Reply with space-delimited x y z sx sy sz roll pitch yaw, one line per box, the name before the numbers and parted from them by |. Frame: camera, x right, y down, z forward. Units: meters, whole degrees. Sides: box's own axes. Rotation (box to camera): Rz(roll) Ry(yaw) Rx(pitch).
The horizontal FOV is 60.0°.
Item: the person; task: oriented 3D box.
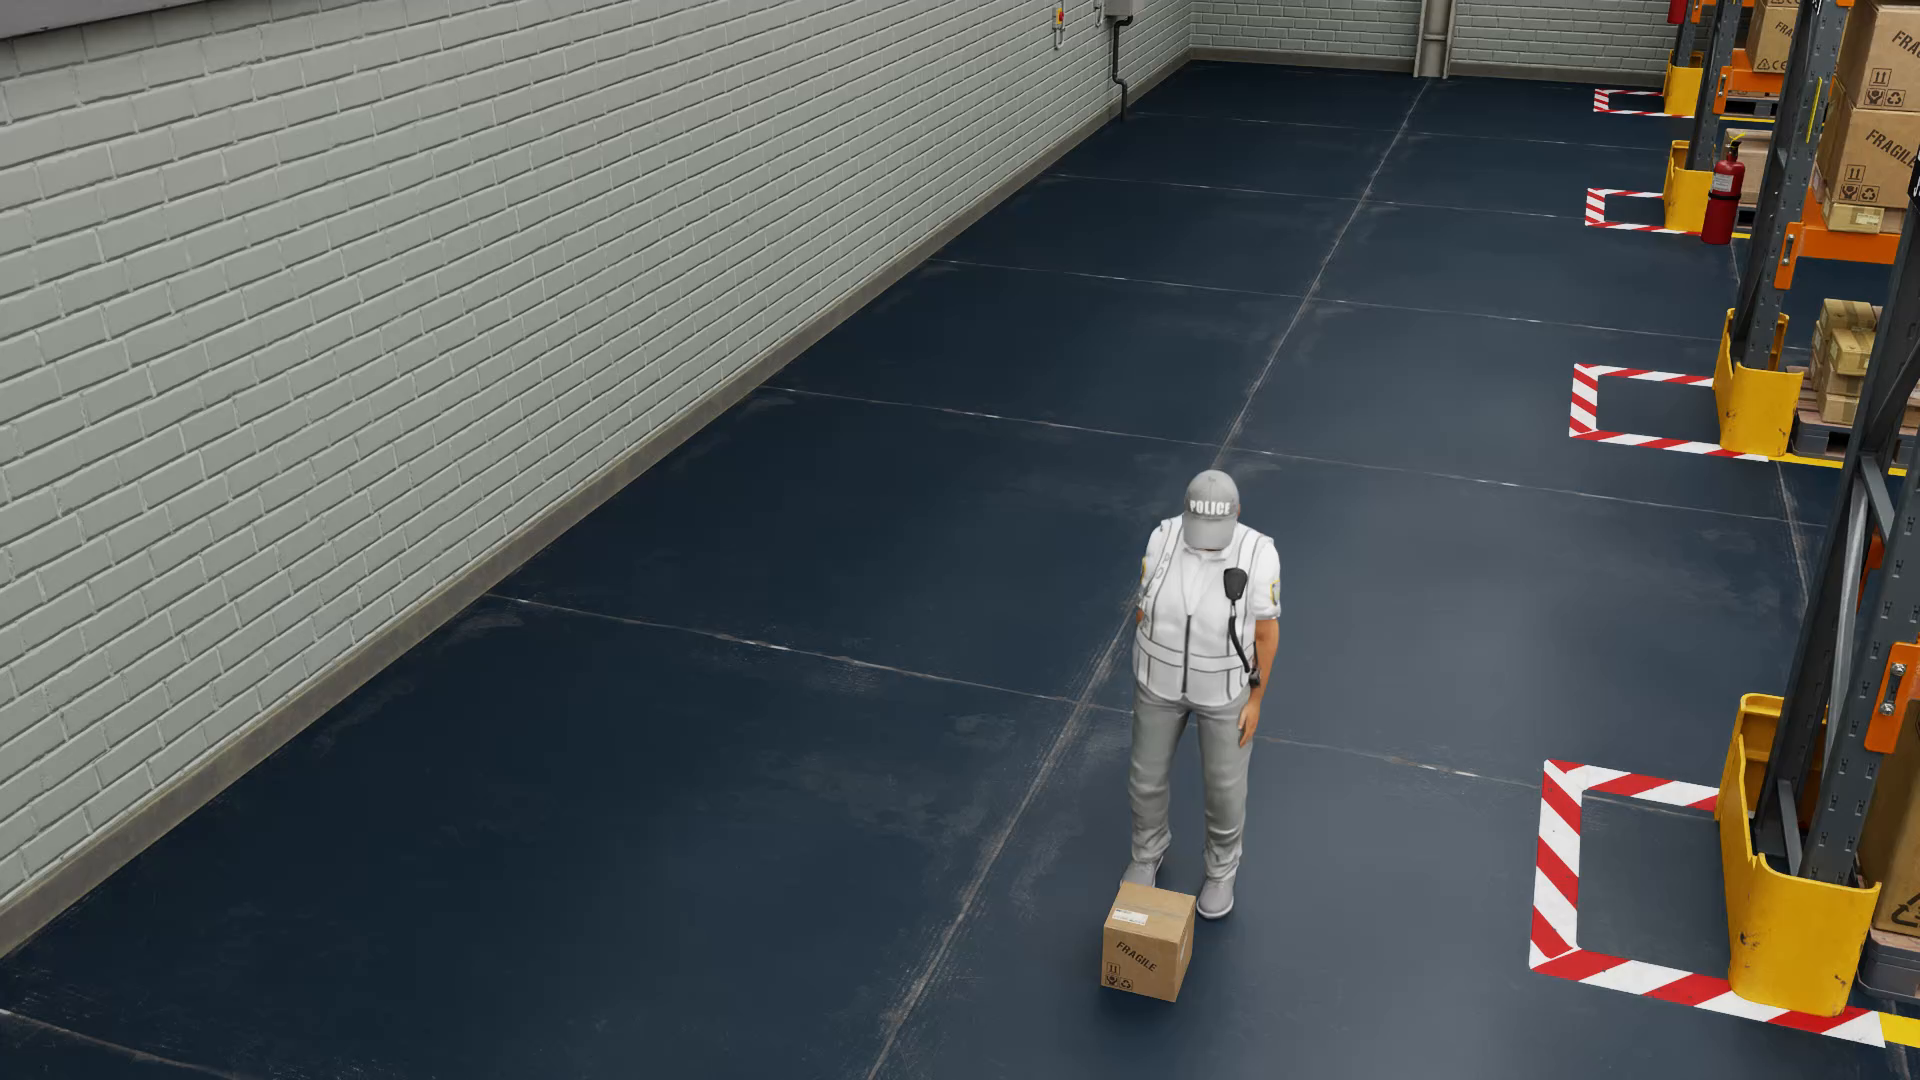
person | 0.810 0.509 5.593 0.480 1.646 0.419 9 27 19
